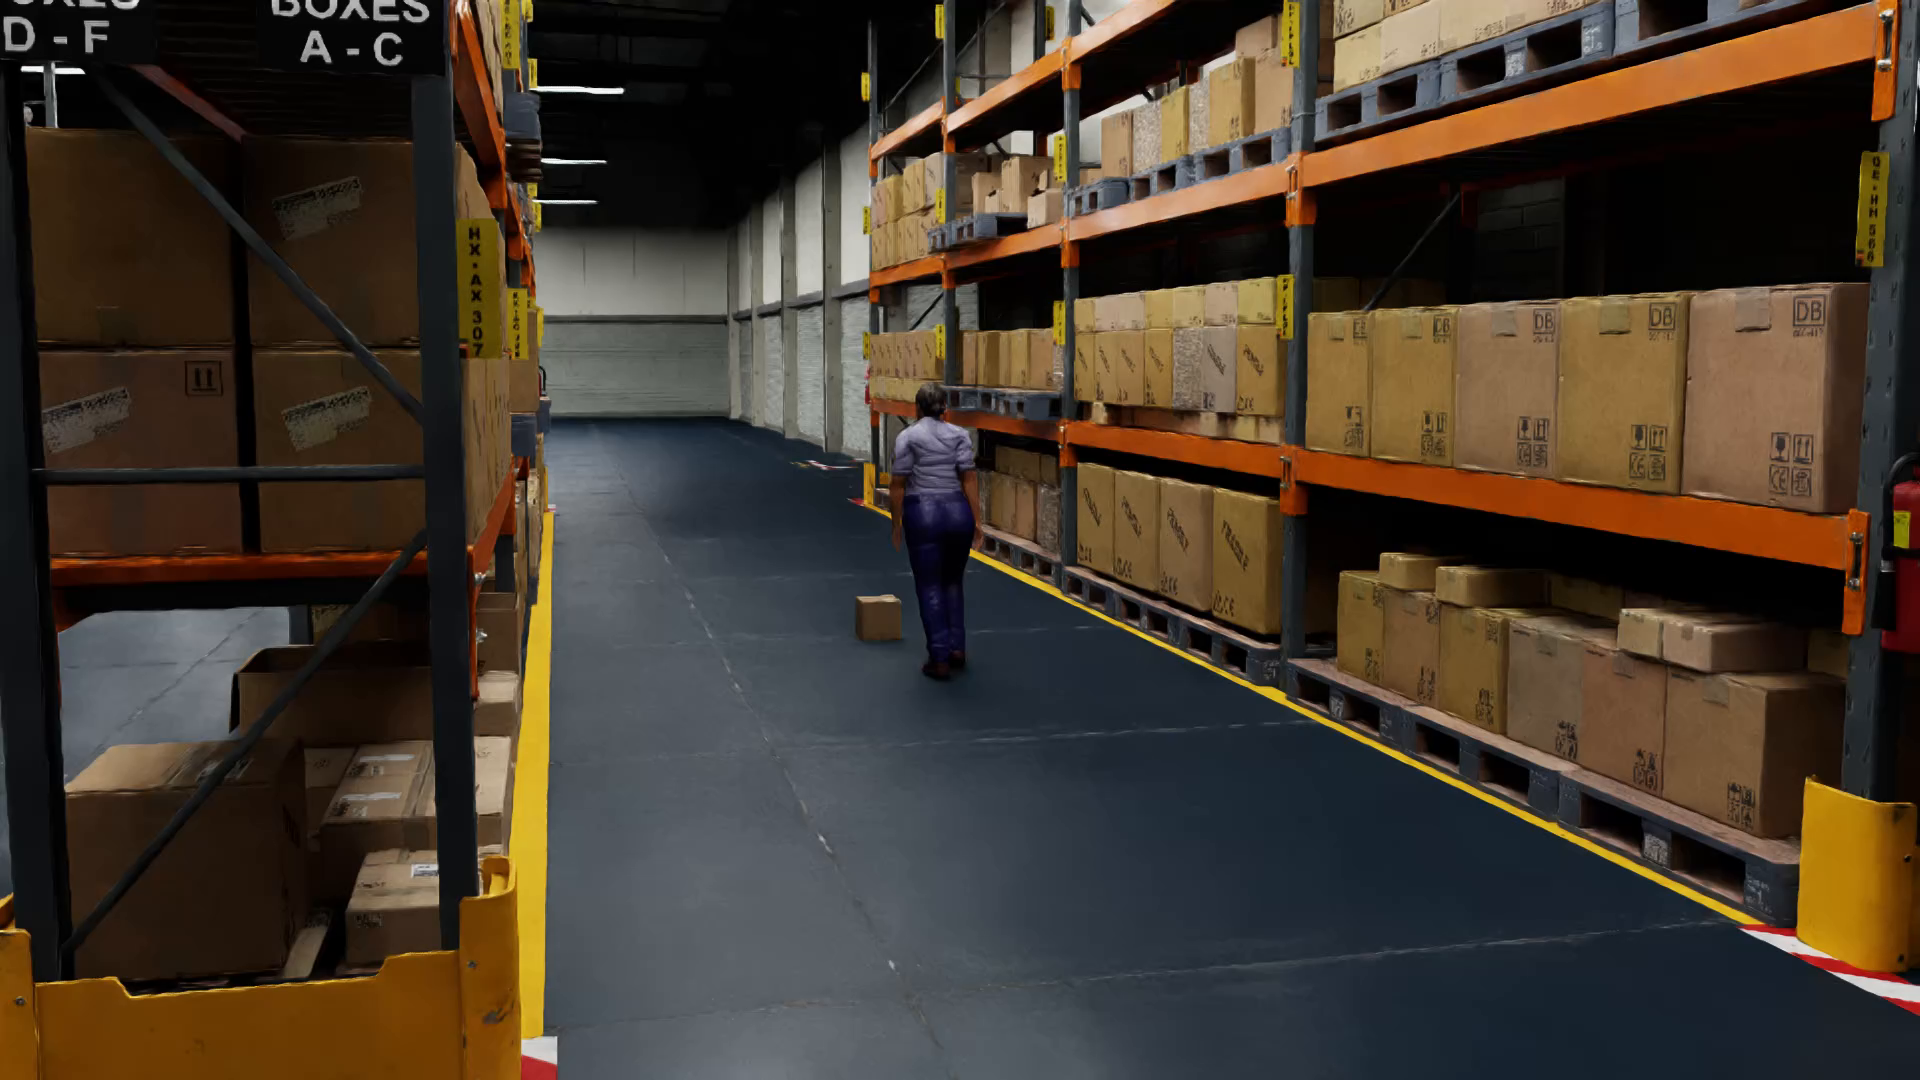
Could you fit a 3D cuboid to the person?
[{"bbox_3d":[-0.139,-0.050,9.401,0.501,1.652,0.558,-2,7,-21],"label":"person"}]
